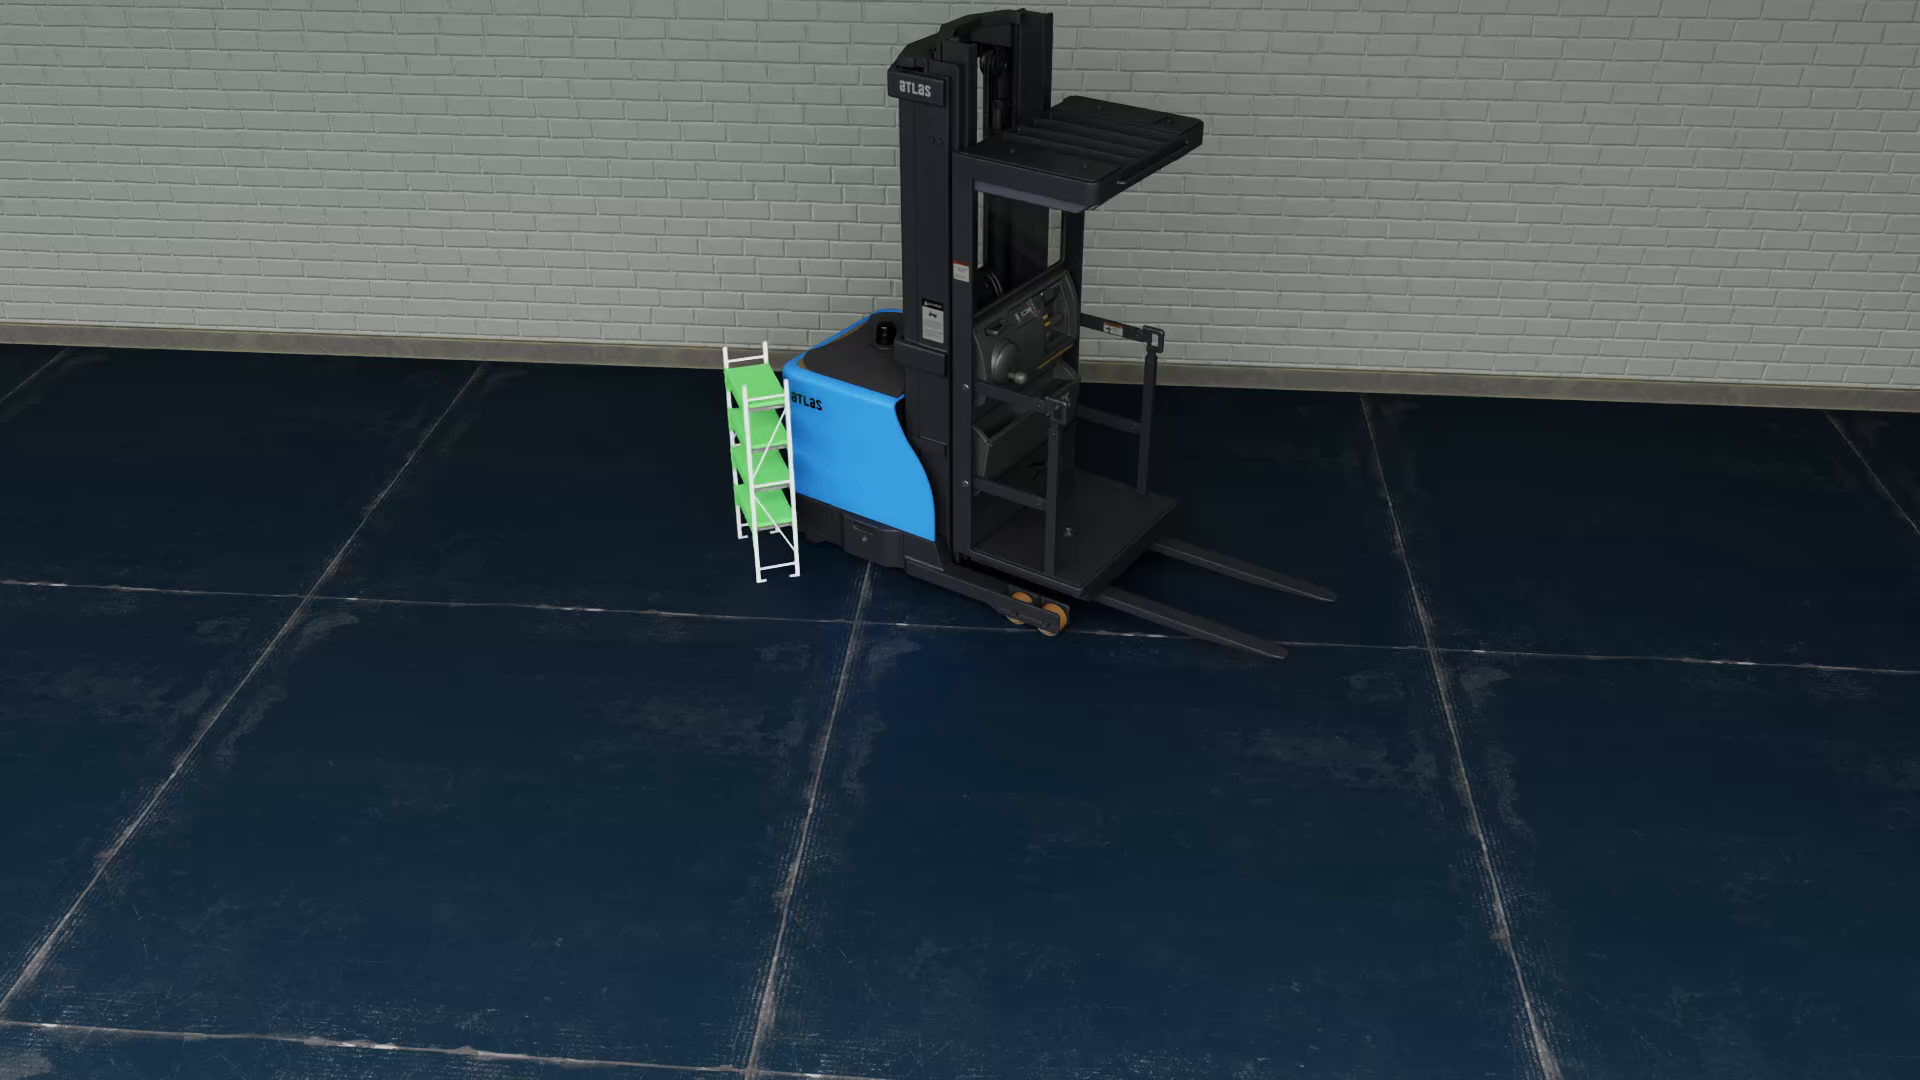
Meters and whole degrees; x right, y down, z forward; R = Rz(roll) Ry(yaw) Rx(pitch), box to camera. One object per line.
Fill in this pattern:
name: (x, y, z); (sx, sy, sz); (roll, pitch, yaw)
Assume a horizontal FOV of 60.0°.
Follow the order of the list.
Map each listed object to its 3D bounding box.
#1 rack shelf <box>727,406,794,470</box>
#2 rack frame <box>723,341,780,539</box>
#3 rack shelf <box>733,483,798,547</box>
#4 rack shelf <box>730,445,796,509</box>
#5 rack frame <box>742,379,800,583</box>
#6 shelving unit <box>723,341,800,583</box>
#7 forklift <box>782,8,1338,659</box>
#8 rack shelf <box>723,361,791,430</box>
rack shelf: (-1.080, -0.569, 8.974); (0.258, 0.148, 0.480); (-10, 33, -16)
rack frame: (-1.158, -0.540, 9.263); (0.240, 1.200, 0.015); (-10, 33, -16)
rack shelf: (-1.081, -0.160, 9.226); (0.258, 0.148, 0.480); (-10, 33, -16)
rack shelf: (-1.080, -0.365, 9.100); (0.258, 0.148, 0.480); (-10, 33, -16)
rack frame: (-1.003, -0.298, 8.869); (0.240, 1.200, 0.015); (-10, 33, -16)
shelving unit: (-1.080, -0.419, 9.066); (0.258, 1.200, 0.503); (-10, 33, -16)
forklift: (0.521, -1.064, 8.464); (3.031, 2.935, 1.130); (19, 37, 28)
rack shelf: (-1.080, -0.773, 8.848); (0.258, 0.148, 0.480); (-10, 33, -16)
